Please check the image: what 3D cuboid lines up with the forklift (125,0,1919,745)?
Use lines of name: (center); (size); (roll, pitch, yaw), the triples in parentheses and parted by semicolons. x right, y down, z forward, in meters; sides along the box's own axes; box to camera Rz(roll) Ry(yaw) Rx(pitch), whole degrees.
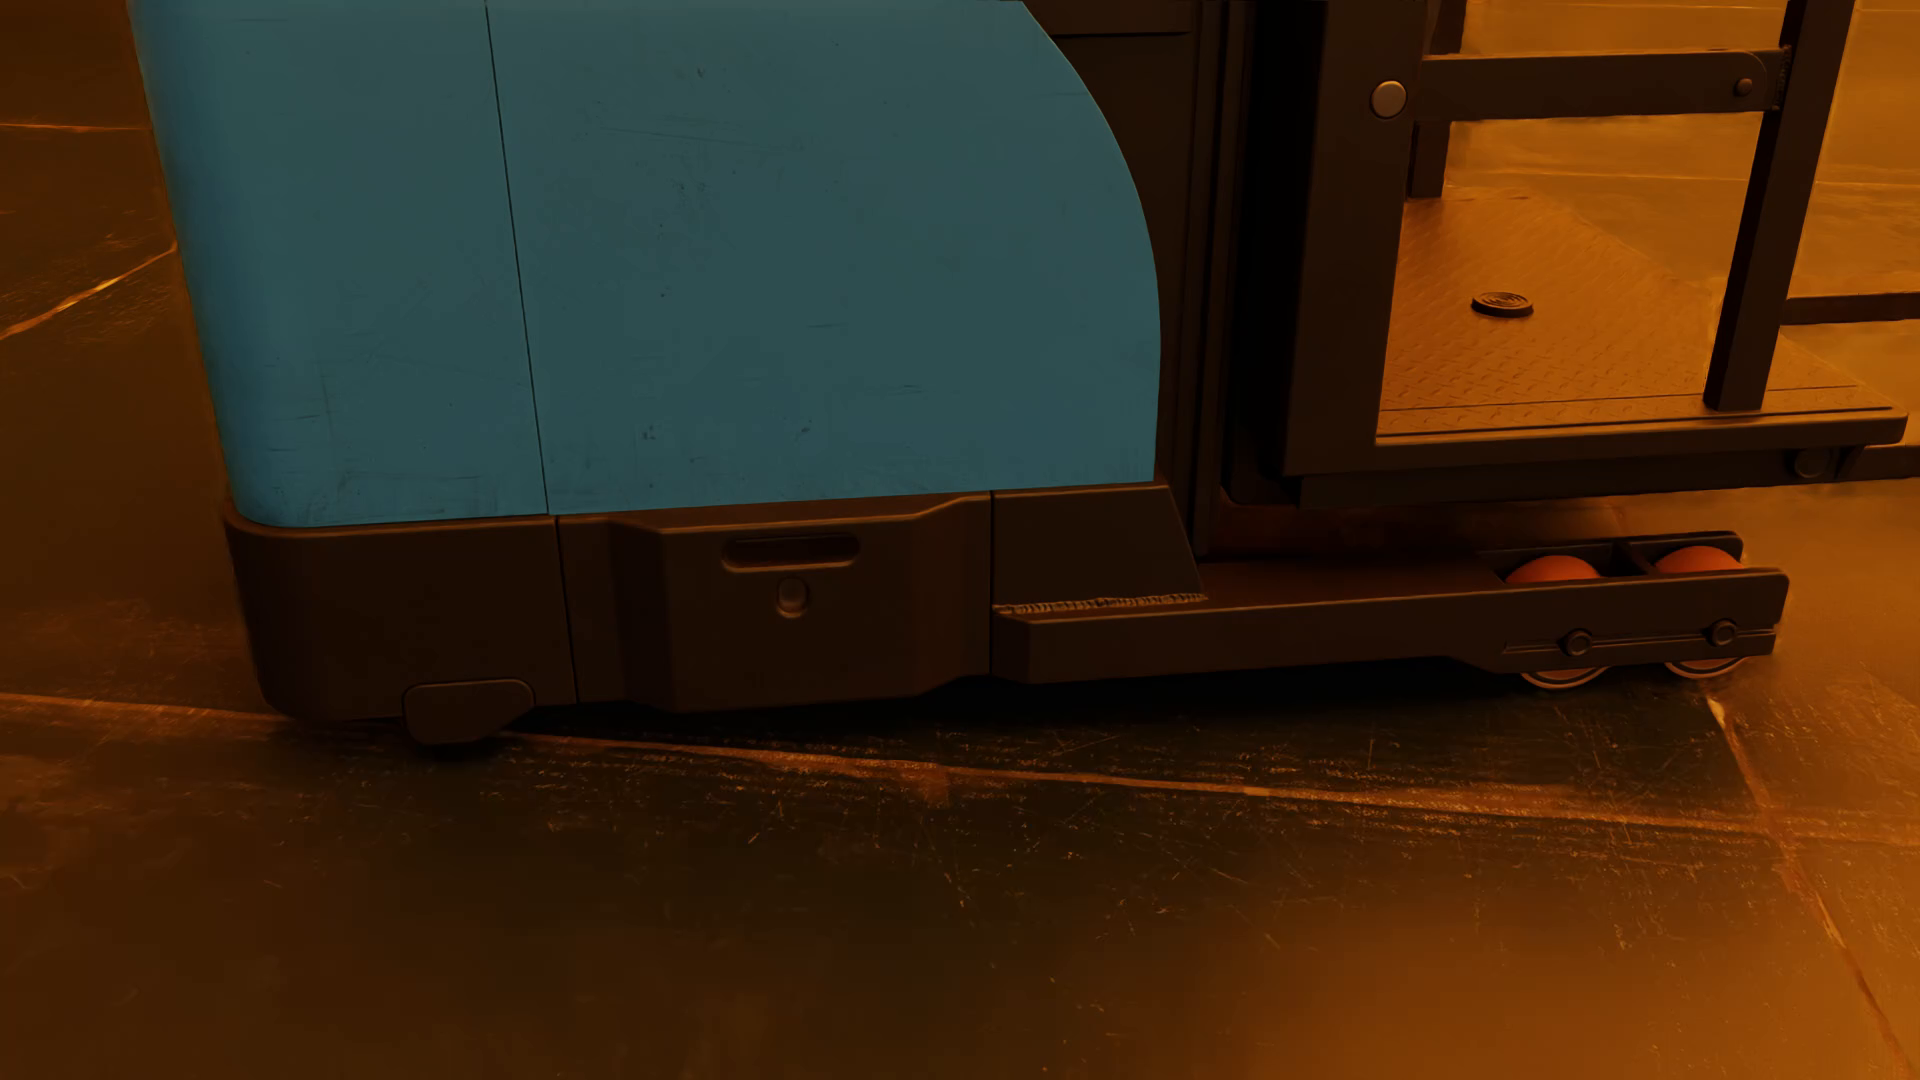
forklift: (0.607, -1.353, 1.930); (3.031, 2.935, 1.130); (-3, 27, -7)
